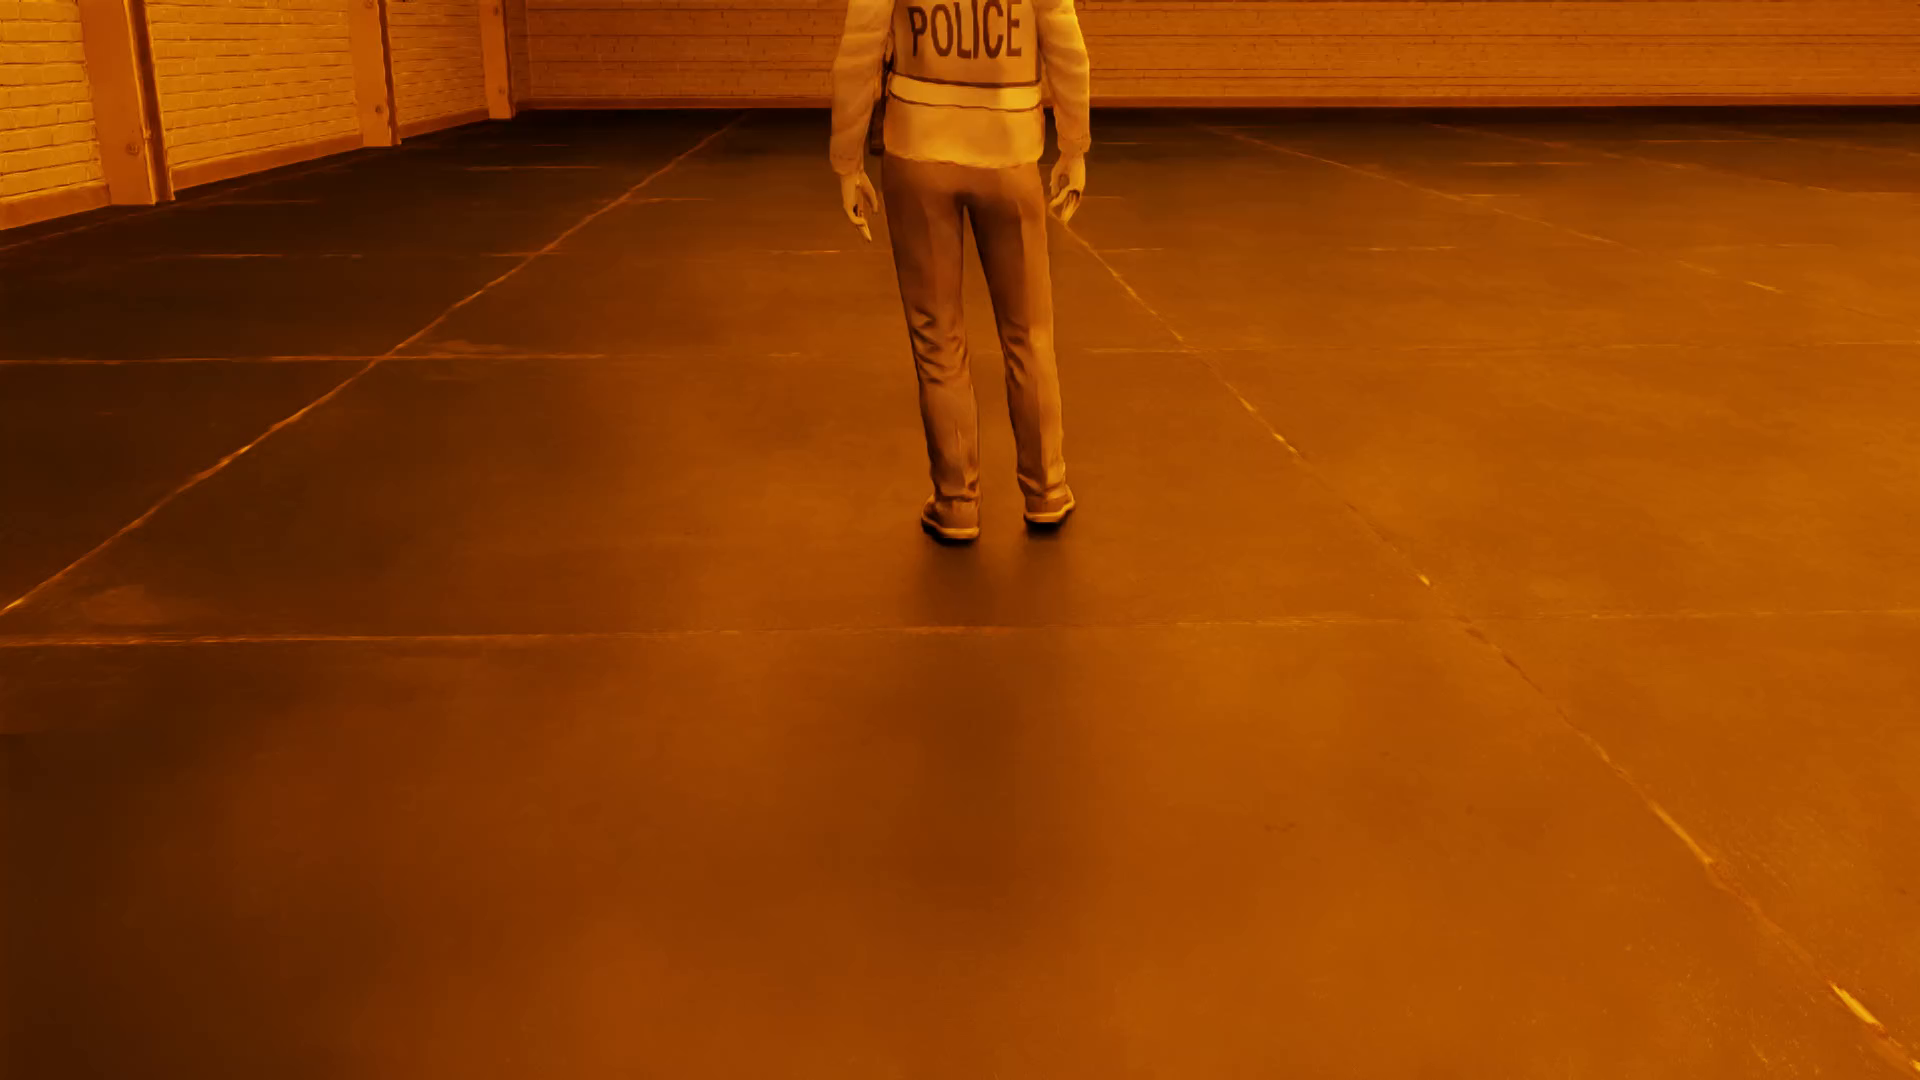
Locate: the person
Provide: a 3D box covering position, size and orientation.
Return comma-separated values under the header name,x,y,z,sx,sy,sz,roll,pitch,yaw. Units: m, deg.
name,x,y,z,sx,sy,sz,roll,pitch,yaw
person,0.003,-0.838,3.733,0.586,1.695,0.533,-1,17,-3
